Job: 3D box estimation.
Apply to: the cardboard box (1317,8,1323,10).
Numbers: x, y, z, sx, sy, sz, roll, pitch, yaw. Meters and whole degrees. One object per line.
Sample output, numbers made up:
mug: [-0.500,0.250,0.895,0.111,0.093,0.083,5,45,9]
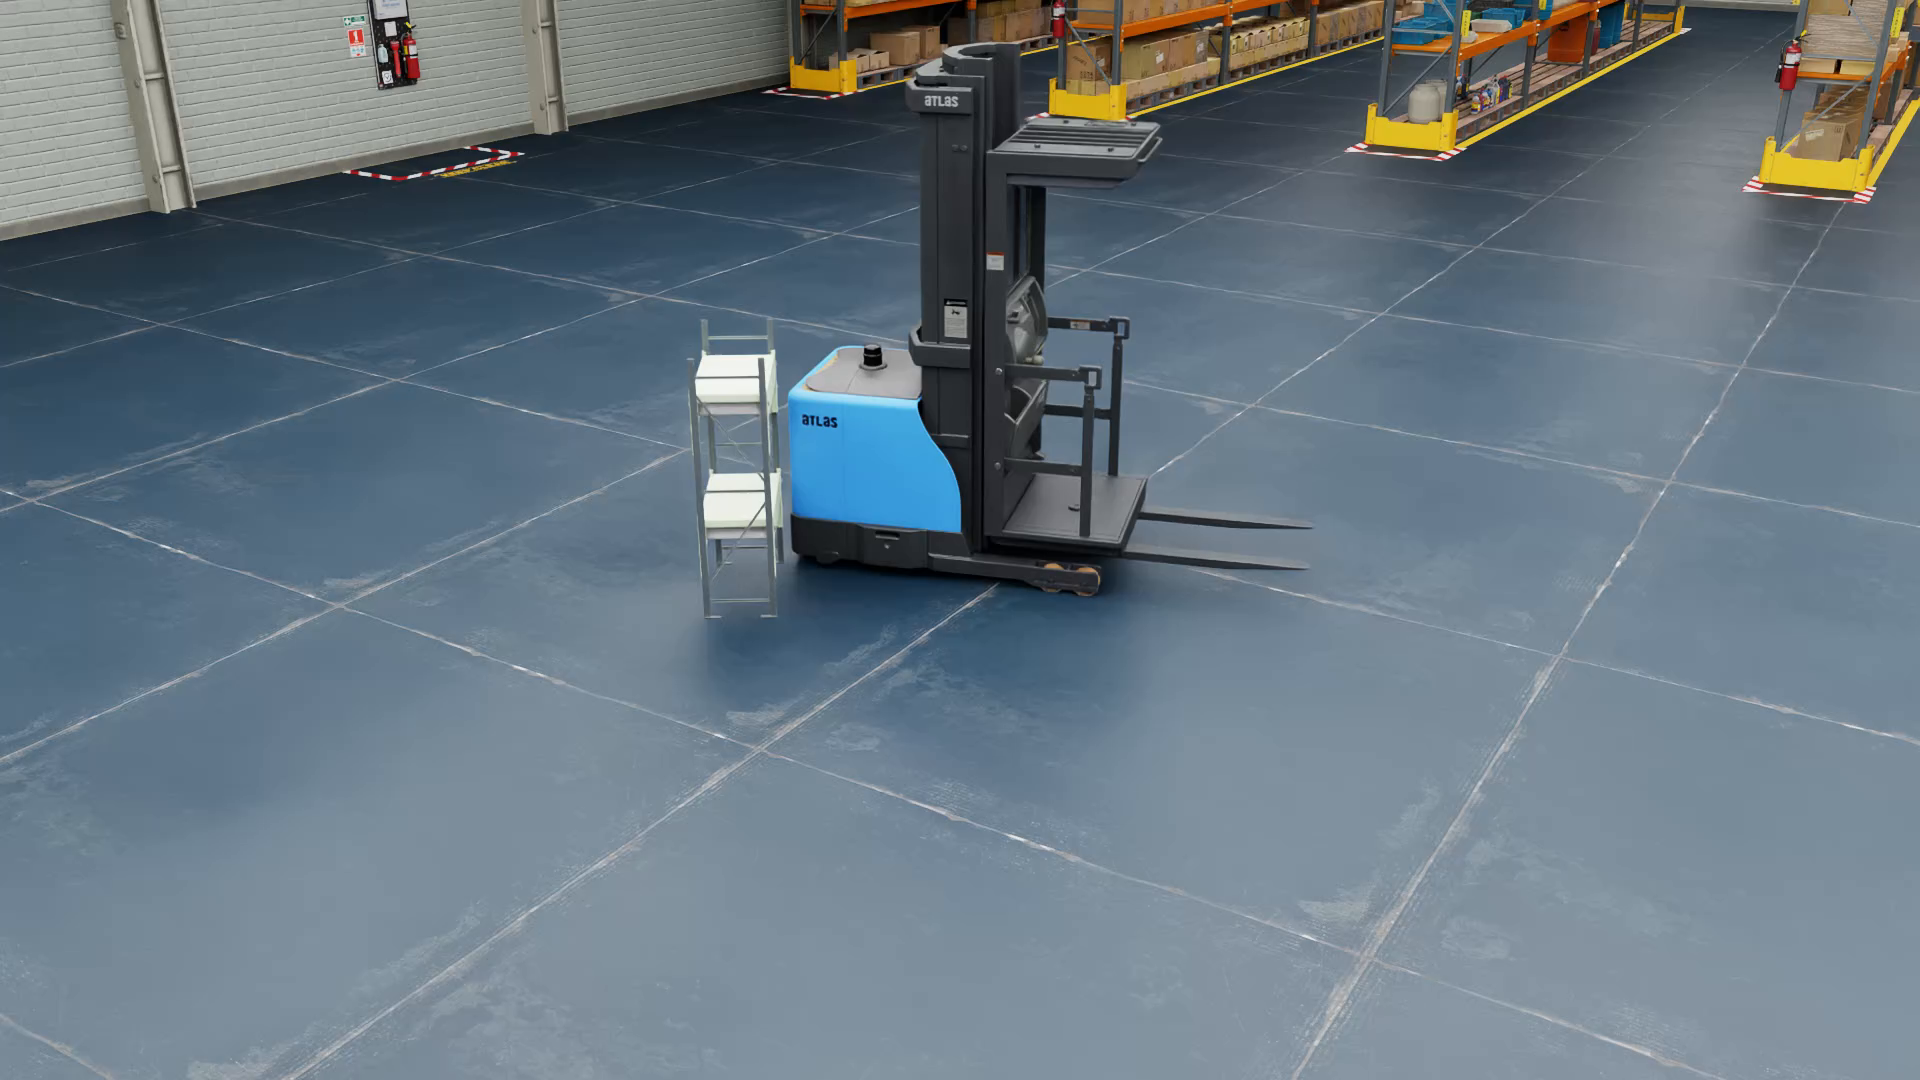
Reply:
cardboard box: [6.706,-10.053,32.288,0.500,0.500,0.500,13,27,27]

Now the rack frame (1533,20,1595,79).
rack frame: [10.345,-9.419,28.232,1.000,3.000,0.127,14,27,29]

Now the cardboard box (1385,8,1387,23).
cardboard box: [8.654,-10.873,34.420,0.500,0.311,0.500,14,27,29]

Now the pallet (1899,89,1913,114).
pallet: [14.139,-6.838,25.780,1.003,0.211,1.213,14,27,29]

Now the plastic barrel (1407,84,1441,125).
plastic barrel: [6.407,-6.008,22.956,0.421,0.512,0.421,0,23,0]

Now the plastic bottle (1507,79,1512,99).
plastic bottle: [8.261,-6.793,25.031,0.061,0.283,0.133,15,28,32]

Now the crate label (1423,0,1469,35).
crate label: [6.866,-7.413,23.554,0.502,0.435,0.616,14,27,29]

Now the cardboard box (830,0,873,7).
cardboard box: [-1.765,-8.834,27.043,0.500,0.250,0.500,13,27,27]

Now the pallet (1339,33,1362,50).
pallet: [7.209,-9.833,32.698,1.003,0.211,1.213,14,27,29]

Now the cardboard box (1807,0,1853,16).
cardboard box: [10.413,-6.560,19.868,0.500,0.500,0.500,14,27,29]

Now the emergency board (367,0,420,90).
emergency board: [-7.158,-6.361,21.169,0.194,1.169,0.643,14,27,29]

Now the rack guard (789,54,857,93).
rack guard: [-2.252,-7.674,27.346,1.175,0.500,0.348,14,27,29]

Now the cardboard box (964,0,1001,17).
cardboard box: [0.422,-9.945,31.096,0.500,0.250,0.500,13,27,28]

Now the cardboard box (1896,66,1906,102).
cardboard box: [13.641,-6.823,24.827,0.700,0.500,0.500,16,28,33]

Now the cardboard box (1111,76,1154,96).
cardboard box: [2.651,-6.993,25.560,0.500,0.250,0.500,14,27,29]

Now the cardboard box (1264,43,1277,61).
cardboard box: [5.263,-8.642,29.371,0.500,0.250,0.500,14,27,30]

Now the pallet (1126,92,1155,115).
pallet: [2.286,-6.745,25.566,1.003,0.211,1.213,14,27,29]

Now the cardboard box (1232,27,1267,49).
cardboard box: [4.999,-8.727,28.859,0.500,0.311,0.500,13,27,27]

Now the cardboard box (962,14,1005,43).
cardboard box: [0.422,-9.637,31.327,0.700,0.500,0.500,13,27,28]

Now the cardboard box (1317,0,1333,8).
cardboard box: [6.995,-10.588,32.581,0.500,0.250,0.500,13,27,28]

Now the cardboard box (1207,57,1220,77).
cardboard box: [3.970,-7.837,27.510,0.500,0.250,0.500,14,27,29]

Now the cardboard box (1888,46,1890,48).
cardboard box: [11.578,-6.210,21.135,0.380,0.149,0.250,14,27,29]

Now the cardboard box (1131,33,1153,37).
cardboard box: [2.729,-7.786,26.447,0.500,0.500,0.500,14,27,29]

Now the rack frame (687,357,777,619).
rack frame: [-1.220,-0.258,8.957,0.400,1.500,0.023,-1,23,-2]

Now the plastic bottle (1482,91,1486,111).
plastic bottle: [7.527,-6.331,23.979,0.097,0.271,0.097,0,23,0]

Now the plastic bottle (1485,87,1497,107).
plastic bottle: [7.779,-6.515,24.399,0.152,0.276,0.135,14,27,30]

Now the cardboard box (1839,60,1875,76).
cardboard box: [10.686,-5.612,19.754,0.380,0.149,0.250,14,27,29]

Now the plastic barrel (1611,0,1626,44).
plastic barrel: [12.153,-9.819,31.268,0.600,0.901,0.708,14,27,29]

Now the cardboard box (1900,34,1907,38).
cardboard box: [12.439,-6.699,22.265,0.380,0.149,0.250,14,27,29]

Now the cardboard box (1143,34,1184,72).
cardboard box: [3.184,-7.673,26.188,0.500,0.500,0.500,14,27,29]

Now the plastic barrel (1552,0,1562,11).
plastic barrel: [9.313,-8.656,26.298,0.433,0.535,0.433,0,23,0]

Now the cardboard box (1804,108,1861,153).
cardboard box: [10.963,-5.143,20.972,0.500,0.500,0.500,-20,31,-39]

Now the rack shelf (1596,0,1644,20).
rack shelf: [11.400,-9.764,29.934,1.077,0.370,4.000,14,27,29]

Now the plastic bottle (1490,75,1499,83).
plastic bottle: [8.018,-6.808,24.980,0.144,0.351,0.185,14,27,29]

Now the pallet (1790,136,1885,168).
pallet: [11.476,-5.104,21.774,1.003,0.211,1.213,14,27,29]

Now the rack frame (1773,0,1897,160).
rack frame: [10.333,-5.681,19.597,1.000,3.000,0.127,14,27,29]

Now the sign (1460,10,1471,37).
sign: [6.590,-6.729,21.670,0.100,0.325,0.005,14,27,29]

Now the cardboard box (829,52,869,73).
cardboard box: [-1.850,-7.978,27.733,0.500,0.311,0.500,11,26,23]

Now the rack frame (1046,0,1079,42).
rack frame: [1.928,-11.495,33.028,1.000,3.000,0.127,14,27,29]

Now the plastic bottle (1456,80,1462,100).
plastic bottle: [7.483,-6.759,24.968,0.097,0.271,0.097,0,23,0]

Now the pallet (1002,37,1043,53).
pallet: [0.870,-9.542,32.026,1.003,0.211,1.213,14,27,29]

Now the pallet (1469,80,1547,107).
pallet: [8.616,-7.062,26.298,1.003,0.211,1.213,14,27,29]

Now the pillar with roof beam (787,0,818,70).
pillar with roof beam: [1.000,-11.063,24.479,9.100,9.000,0.400,14,27,29]

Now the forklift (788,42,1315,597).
forklift: [0.569,-1.254,9.458,3.031,2.935,1.130,6,24,13]

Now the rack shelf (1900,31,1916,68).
rack shelf: [13.498,-7.376,24.418,1.077,0.370,4.000,14,27,29]

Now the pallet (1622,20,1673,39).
pallet: [14.097,-10.569,34.399,1.003,0.211,1.213,14,27,29]

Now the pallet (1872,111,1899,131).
pallet: [12.852,-6.014,23.877,1.003,0.211,1.213,14,27,29]

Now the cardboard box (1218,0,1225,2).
cardboard box: [4.251,-9.215,27.949,0.500,0.250,0.500,16,28,32]

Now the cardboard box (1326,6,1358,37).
cardboard box: [7.433,-10.130,32.467,0.500,0.500,0.500,13,27,27]

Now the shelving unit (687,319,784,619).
shelving unit: [-1.236,-0.403,9.293,0.431,1.500,0.755,-1,23,-2]

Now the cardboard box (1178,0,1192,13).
cardboard box: [3.259,-8.655,26.342,0.700,0.500,0.500,14,27,30]

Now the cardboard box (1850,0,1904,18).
cardboard box: [10.854,-6.451,19.616,0.500,0.500,0.500,14,27,29]

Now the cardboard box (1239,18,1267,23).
cardboard box: [5.343,-9.352,30.304,0.500,0.311,0.500,13,27,28]
